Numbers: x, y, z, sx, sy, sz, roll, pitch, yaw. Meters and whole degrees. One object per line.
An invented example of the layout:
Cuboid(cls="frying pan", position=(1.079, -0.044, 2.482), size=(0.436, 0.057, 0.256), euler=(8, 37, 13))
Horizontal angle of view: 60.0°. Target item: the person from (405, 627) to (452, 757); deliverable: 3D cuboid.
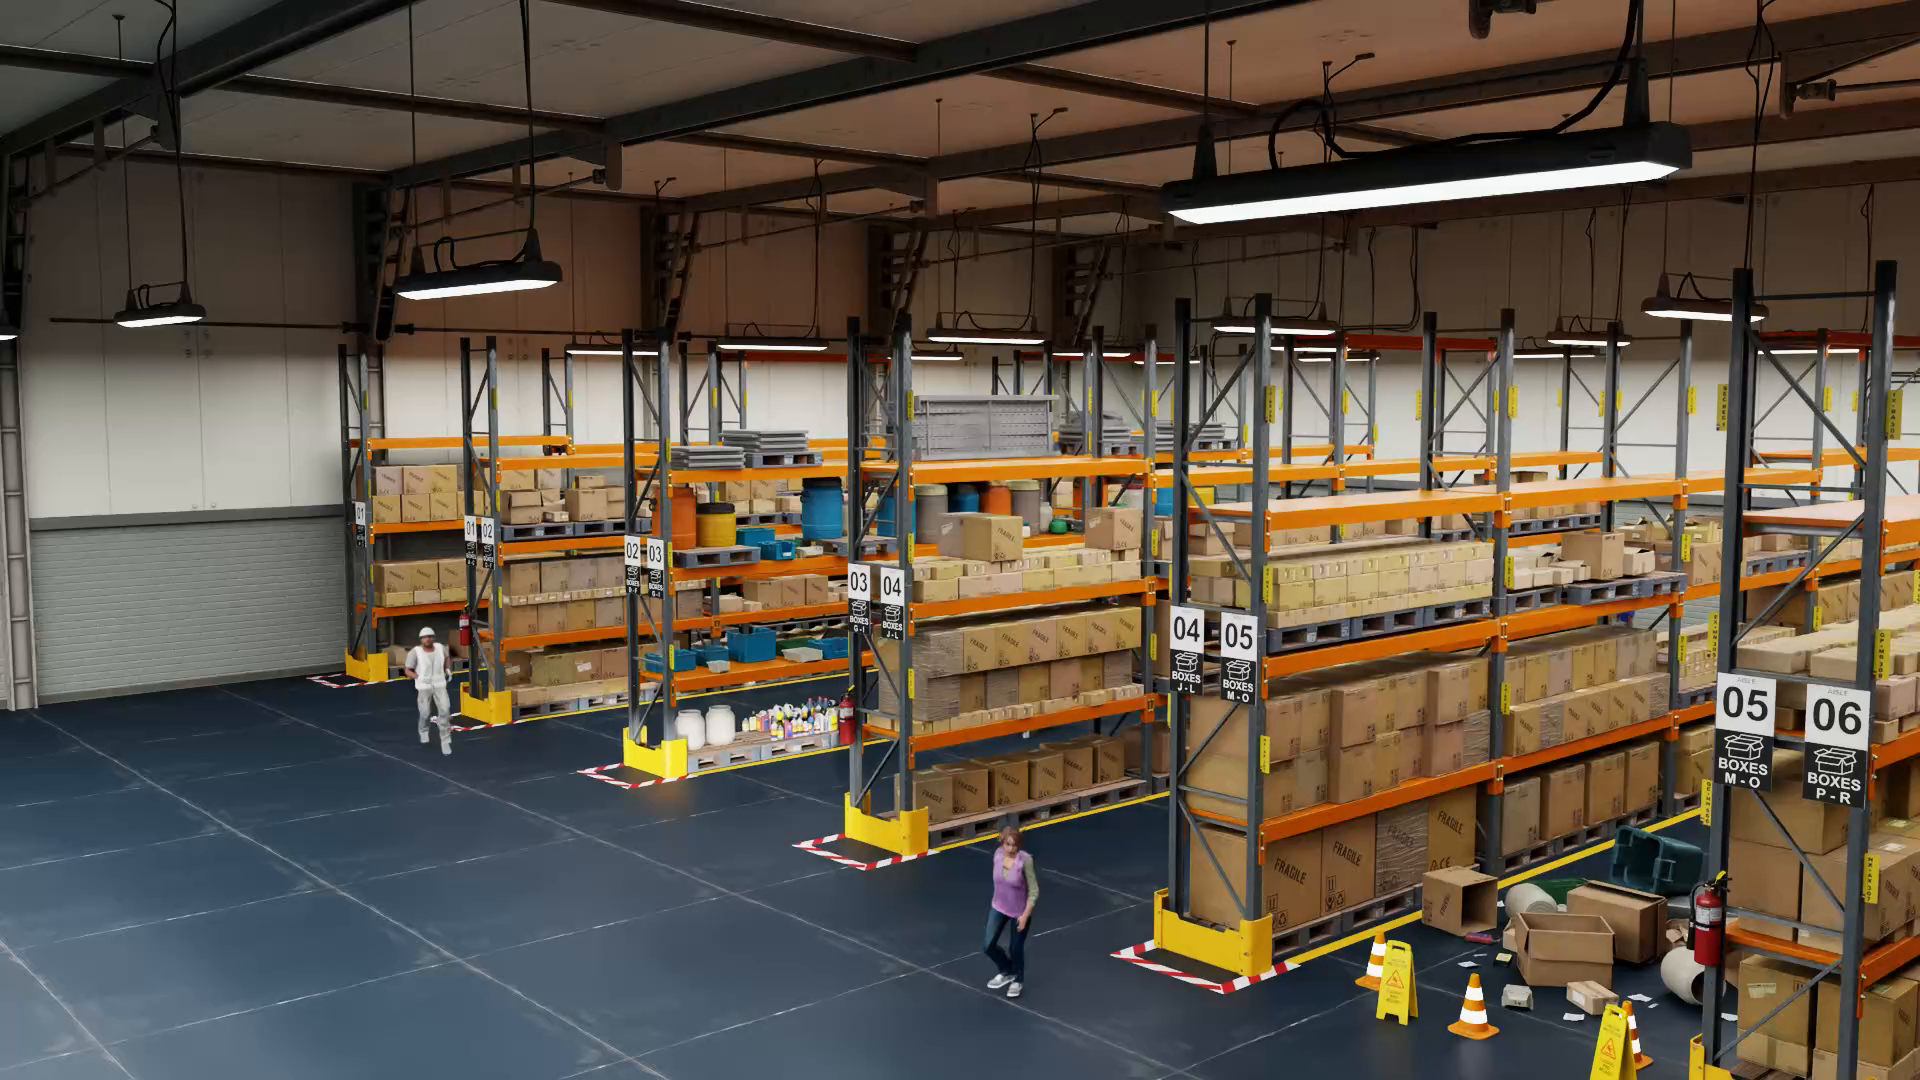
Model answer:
Cuboid(cls="person", position=(-7.603, 2.141, 23.823), size=(0.660, 1.802, 0.970), euler=(-3, 6, -28))

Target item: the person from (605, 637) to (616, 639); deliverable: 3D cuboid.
Cuboid(cls="person", position=(-6.233, 1.736, 29.550), size=(0.532, 1.565, 0.896), euler=(5, 7, 41))

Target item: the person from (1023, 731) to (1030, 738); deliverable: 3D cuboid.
Cuboid(cls="person", position=(1.145, 2.158, 25.102), size=(0.618, 1.618, 0.945), euler=(3, 6, 34))

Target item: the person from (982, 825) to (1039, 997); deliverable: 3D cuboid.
Cuboid(cls="person", position=(0.447, 3.140, 14.013), size=(0.524, 1.550, 0.669), euler=(2, 6, 22))

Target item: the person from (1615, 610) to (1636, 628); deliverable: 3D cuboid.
Cuboid(cls="person", position=(12.085, 1.635, 30.218), size=(0.387, 1.650, 0.581), euler=(1, 5, 12))
